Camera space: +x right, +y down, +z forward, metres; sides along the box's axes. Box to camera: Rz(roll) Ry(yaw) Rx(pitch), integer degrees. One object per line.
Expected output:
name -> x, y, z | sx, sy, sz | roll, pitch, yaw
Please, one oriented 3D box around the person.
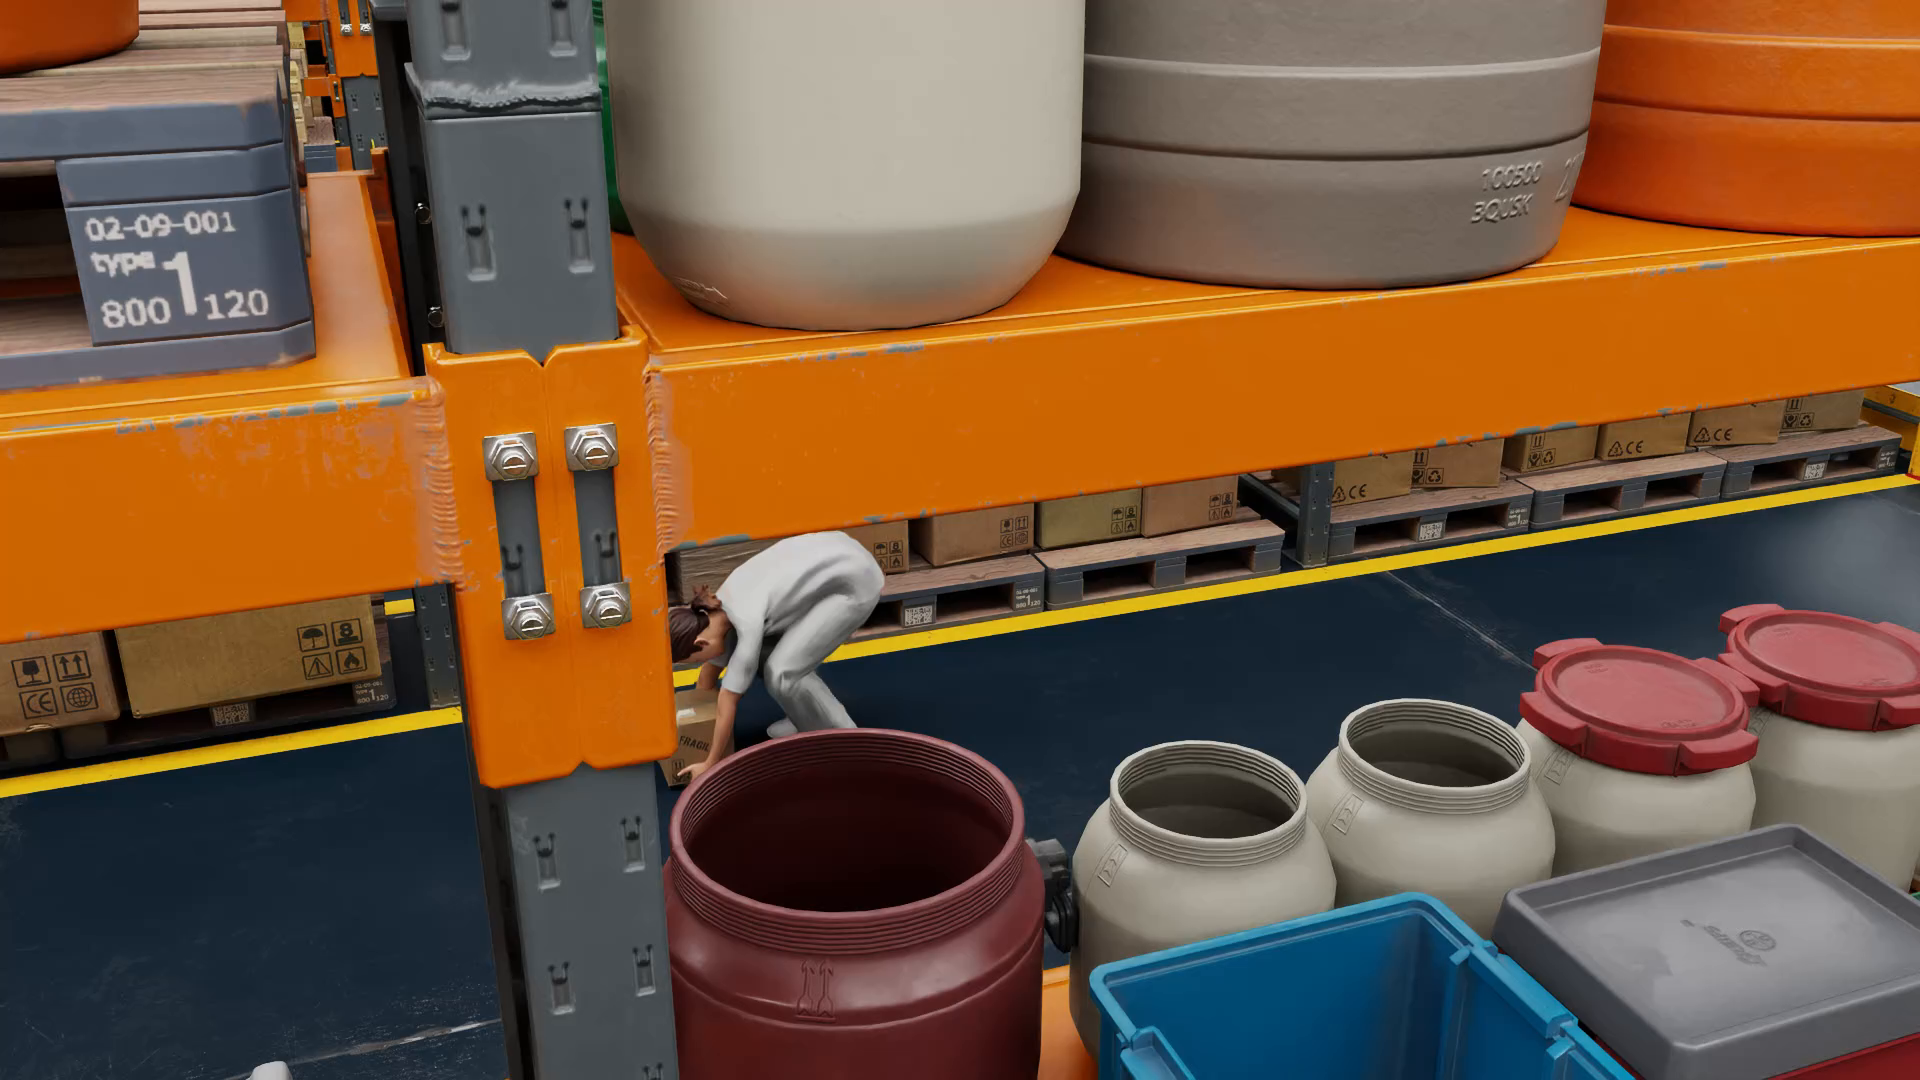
person -> -0.696, 0.424, 6.144 | 0.852, 0.852, 0.474 | -9, 24, -21
